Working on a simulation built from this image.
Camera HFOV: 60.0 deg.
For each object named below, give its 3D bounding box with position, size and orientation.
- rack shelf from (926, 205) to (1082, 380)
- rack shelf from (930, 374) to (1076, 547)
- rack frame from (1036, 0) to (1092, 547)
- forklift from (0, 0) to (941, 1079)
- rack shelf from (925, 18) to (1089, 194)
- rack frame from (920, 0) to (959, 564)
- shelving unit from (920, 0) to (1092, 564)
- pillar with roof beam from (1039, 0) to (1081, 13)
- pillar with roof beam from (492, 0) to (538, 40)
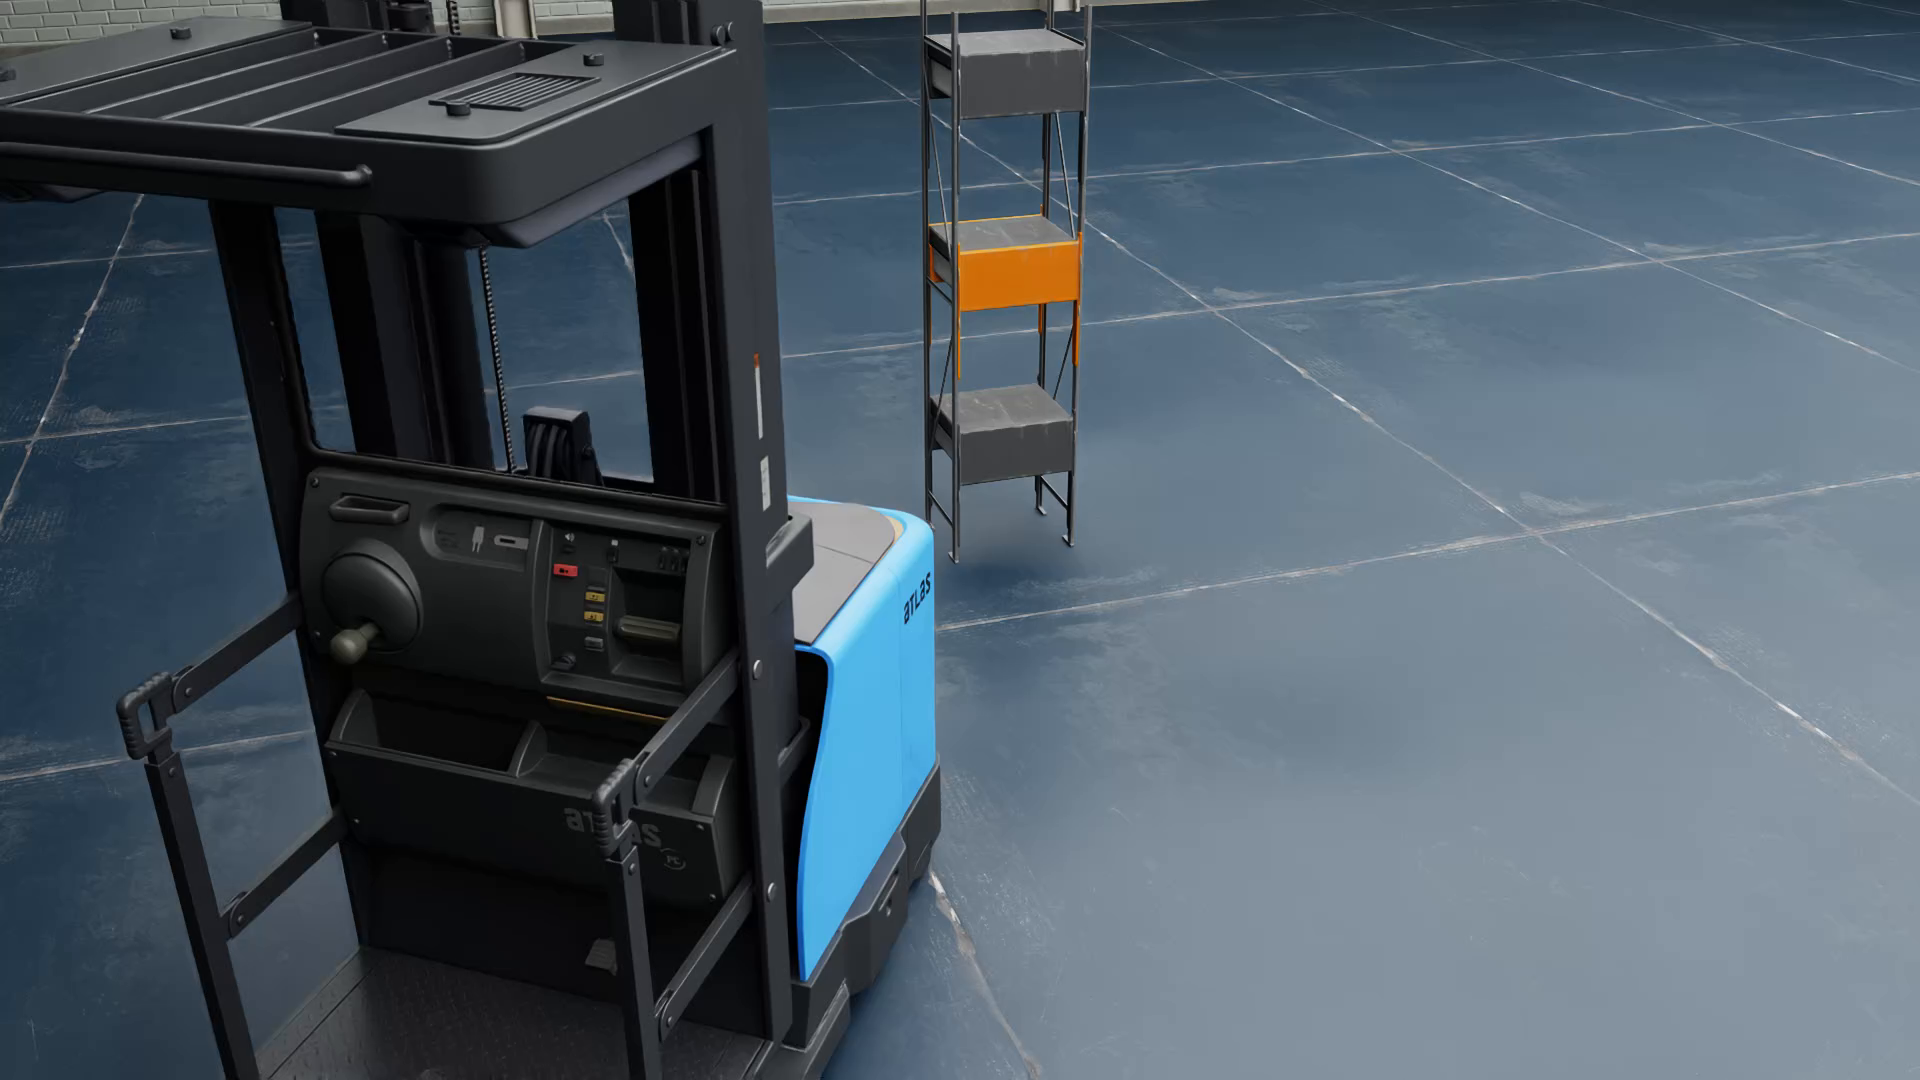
[{"bbox_3d":[0.157,-0.951,6.335,0.480,0.518,0.431,-8,28,-16],"label":"rack shelf"},{"bbox_3d":[0.157,-0.324,6.646,0.480,0.518,0.431,-8,28,-16],"label":"rack shelf"},{"bbox_3d":[0.389,-0.997,6.397,0.015,2.100,0.400,-8,28,-16],"label":"rack frame"},{"bbox_3d":[-0.990,0.136,3.180,1.130,2.935,3.031,8,28,16],"label":"forklift"},{"bbox_3d":[0.157,-1.578,6.024,0.480,0.518,0.431,-8,28,-16],"label":"rack shelf"},{"bbox_3d":[-0.075,-0.930,6.261,0.015,2.100,0.400,-8,28,-16],"label":"rack frame"},{"bbox_3d":[0.157,-0.963,6.329,0.503,2.100,0.431,-8,28,-16],"label":"shelving unit"},{"bbox_3d":[2.456,-8.222,13.192,0.400,9.000,9.100,-8,28,-16],"label":"pillar with roof beam"},{"bbox_3d":[-3.249,-7.396,11.527,0.400,9.000,9.100,-8,28,-16],"label":"pillar with roof beam"}]
